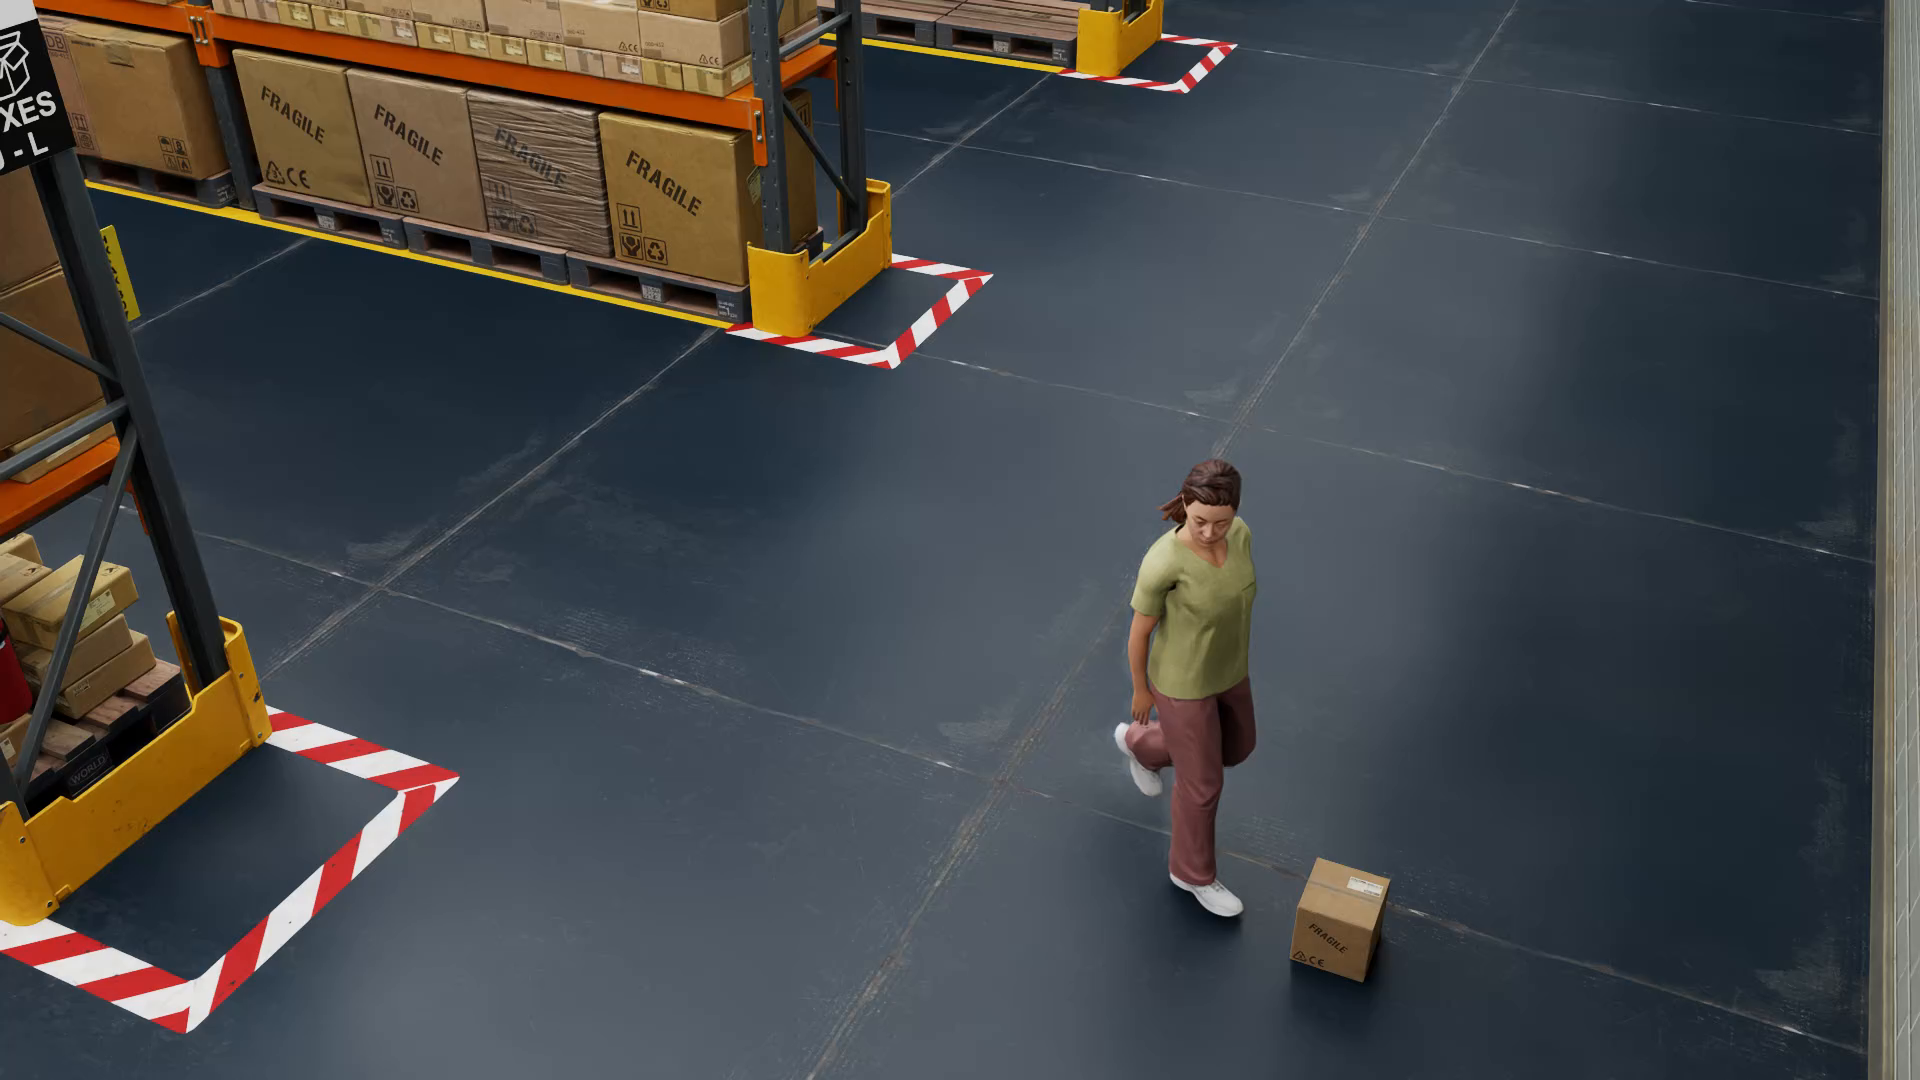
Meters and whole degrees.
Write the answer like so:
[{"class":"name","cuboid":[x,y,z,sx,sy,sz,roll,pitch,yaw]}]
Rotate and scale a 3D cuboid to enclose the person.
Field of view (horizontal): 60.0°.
[{"class":"person","cuboid":[0.754,0.430,5.481,0.466,1.661,0.750,-24,41,-32]}]
